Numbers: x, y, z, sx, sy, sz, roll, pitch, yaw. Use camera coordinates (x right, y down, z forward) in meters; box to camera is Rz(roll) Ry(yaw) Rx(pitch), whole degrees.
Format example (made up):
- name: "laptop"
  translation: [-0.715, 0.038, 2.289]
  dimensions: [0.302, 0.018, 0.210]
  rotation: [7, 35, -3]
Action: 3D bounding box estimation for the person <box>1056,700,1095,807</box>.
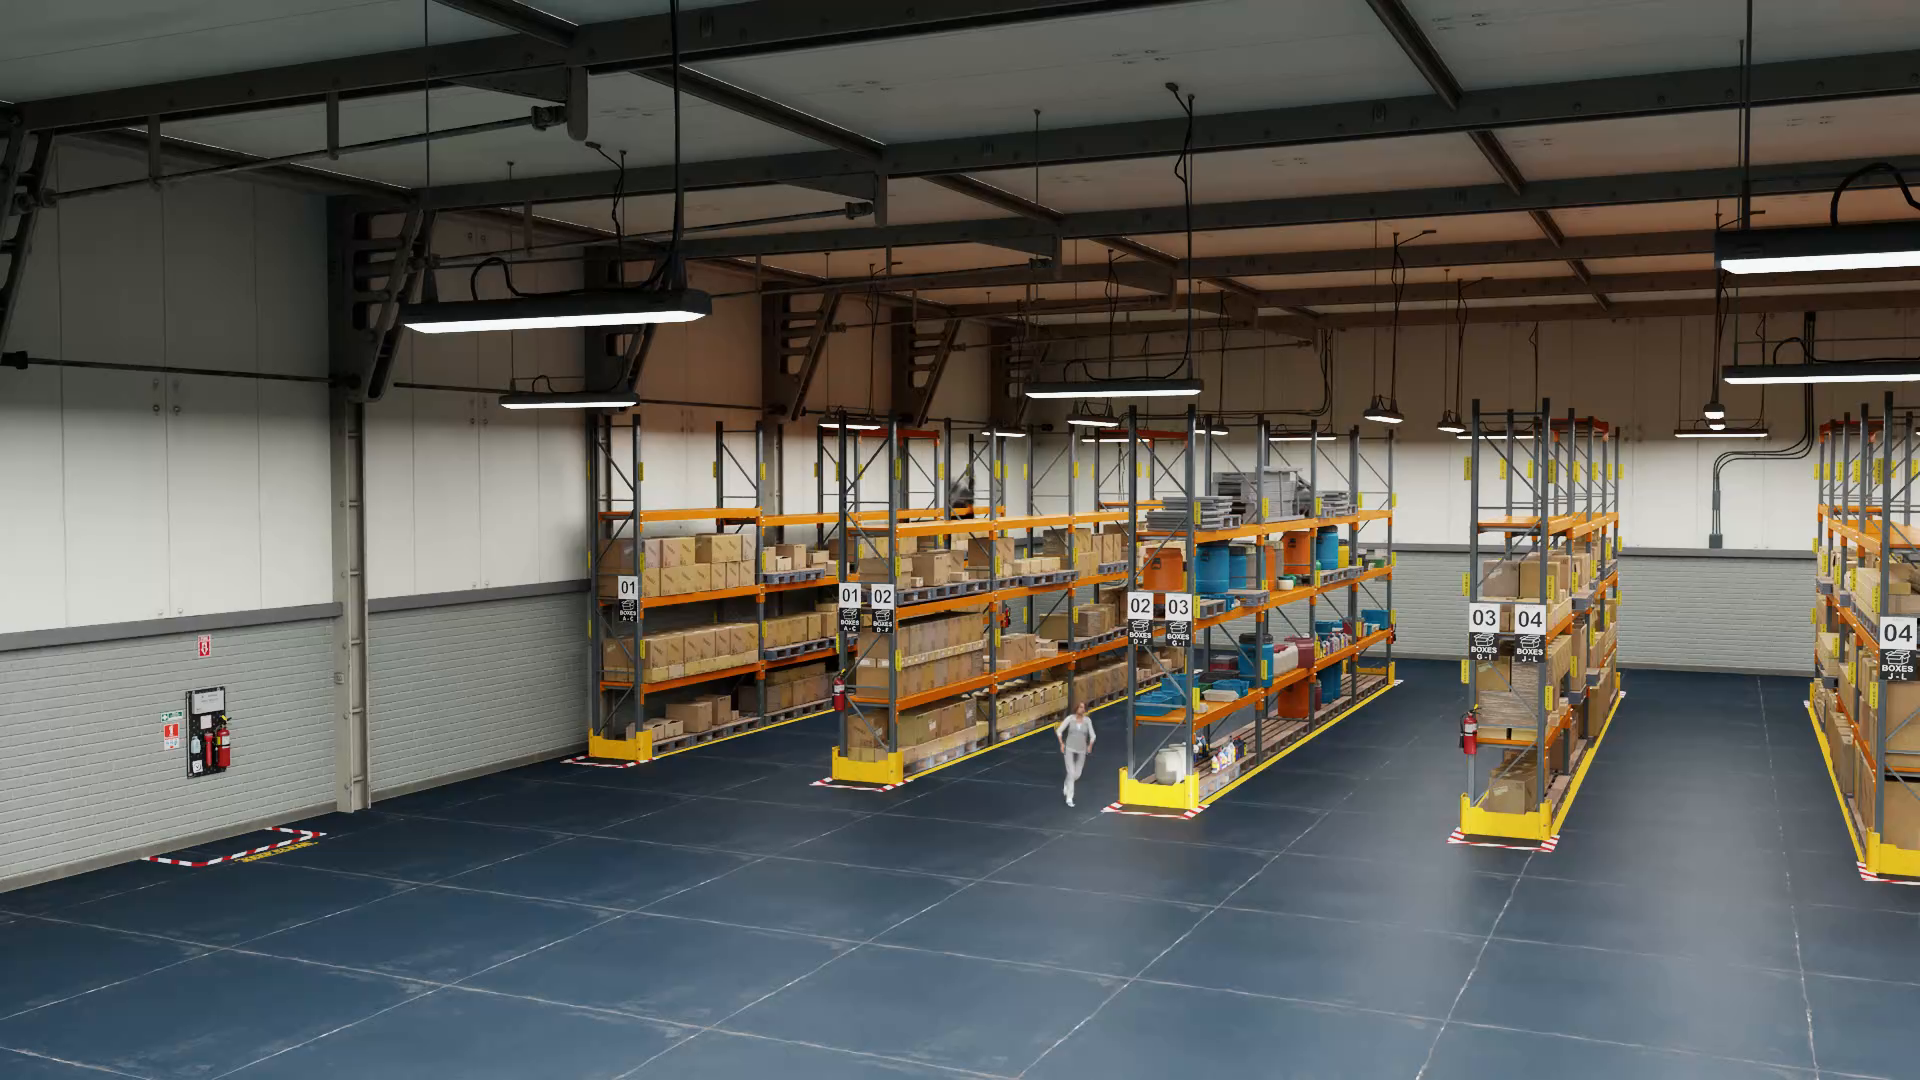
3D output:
- name: "person"
  translation: [1.744, 3.203, 25.134]
  dimensions: [0.590, 1.566, 0.581]
  rotation: [0, 2, -7]
